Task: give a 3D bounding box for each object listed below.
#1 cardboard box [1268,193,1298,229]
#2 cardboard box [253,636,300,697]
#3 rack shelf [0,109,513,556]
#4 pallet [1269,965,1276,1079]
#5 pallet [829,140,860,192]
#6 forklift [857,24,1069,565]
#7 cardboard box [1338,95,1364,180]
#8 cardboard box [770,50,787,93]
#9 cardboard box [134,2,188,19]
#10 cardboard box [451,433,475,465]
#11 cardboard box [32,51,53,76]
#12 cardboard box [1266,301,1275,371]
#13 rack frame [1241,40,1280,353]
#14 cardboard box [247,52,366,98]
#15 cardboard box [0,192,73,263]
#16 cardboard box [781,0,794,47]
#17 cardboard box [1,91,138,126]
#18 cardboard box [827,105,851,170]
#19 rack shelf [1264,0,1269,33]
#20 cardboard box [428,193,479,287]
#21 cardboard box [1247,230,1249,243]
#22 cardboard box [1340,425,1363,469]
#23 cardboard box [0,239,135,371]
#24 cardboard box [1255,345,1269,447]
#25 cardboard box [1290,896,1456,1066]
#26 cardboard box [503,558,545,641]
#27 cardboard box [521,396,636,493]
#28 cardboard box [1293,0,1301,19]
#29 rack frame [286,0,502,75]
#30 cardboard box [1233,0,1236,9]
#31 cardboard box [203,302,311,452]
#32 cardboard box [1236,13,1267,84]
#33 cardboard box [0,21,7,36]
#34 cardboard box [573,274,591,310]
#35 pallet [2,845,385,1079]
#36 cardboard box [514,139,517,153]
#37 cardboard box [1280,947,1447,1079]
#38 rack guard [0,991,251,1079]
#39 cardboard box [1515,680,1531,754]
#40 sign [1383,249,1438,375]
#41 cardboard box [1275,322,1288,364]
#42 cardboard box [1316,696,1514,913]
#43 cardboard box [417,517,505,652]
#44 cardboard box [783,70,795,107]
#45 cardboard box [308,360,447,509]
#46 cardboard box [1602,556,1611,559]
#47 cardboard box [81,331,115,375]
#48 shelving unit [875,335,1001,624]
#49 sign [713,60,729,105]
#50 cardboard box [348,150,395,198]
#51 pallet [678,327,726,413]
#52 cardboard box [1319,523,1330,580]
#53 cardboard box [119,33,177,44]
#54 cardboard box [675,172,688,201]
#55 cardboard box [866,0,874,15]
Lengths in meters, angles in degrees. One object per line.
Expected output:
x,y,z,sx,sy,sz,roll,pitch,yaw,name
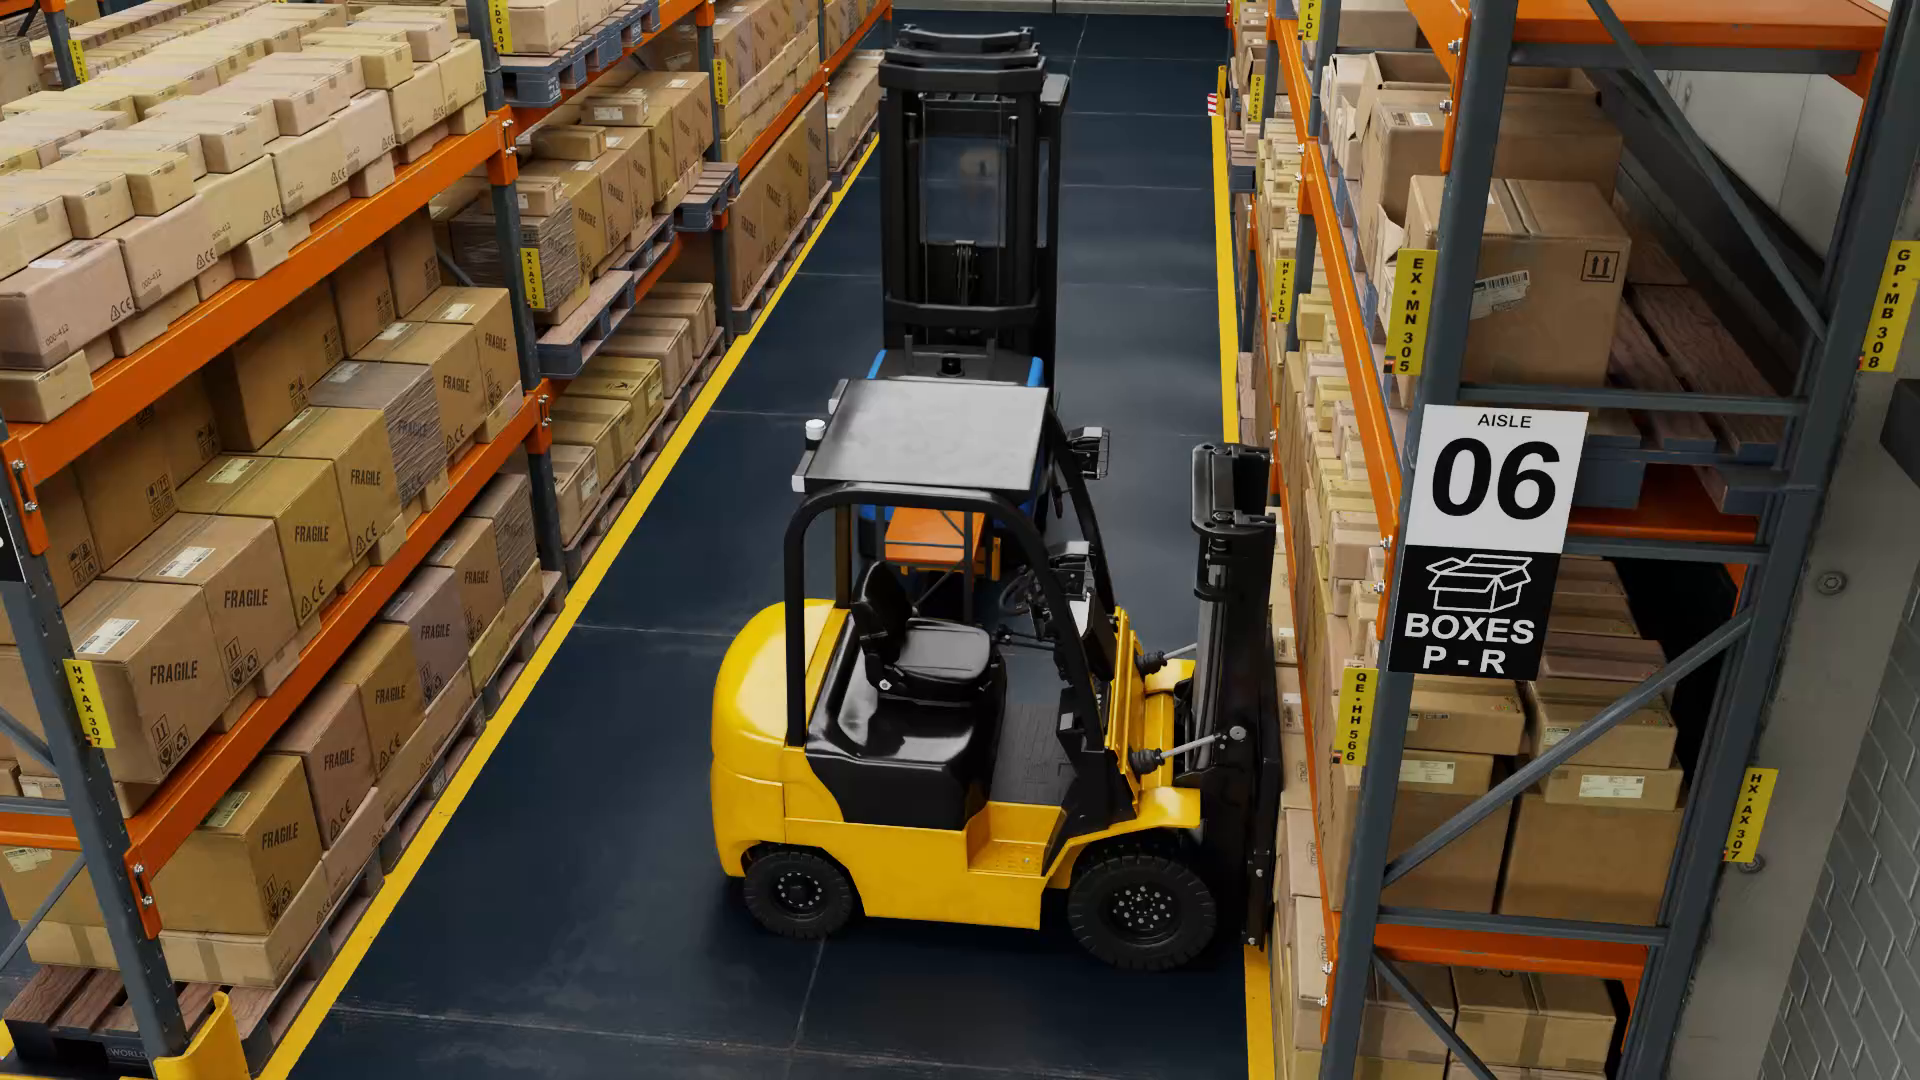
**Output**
2.048,-1.967,9.948,0.380,0.149,0.250,3,28,5,cardboard box
-2.819,0.471,6.477,0.380,0.149,0.250,4,29,7,cardboard box
-3.028,-1.080,6.688,1.077,0.370,4.000,3,28,6,rack shelf
1.706,2.017,6.283,1.003,0.211,1.213,3,28,6,pallet
-1.632,-3.909,17.283,1.003,0.211,1.213,3,28,6,pallet
0.090,-1.818,10.534,1.130,2.935,3.031,3,29,6,forklift
1.661,-1.540,6.377,0.396,0.266,0.258,3,28,5,cardboard box
-1.773,-3.994,14.131,0.500,0.250,0.500,4,29,7,cardboard box
-7.328,-4.831,15.250,0.380,0.149,0.250,3,28,6,cardboard box
-2.653,-0.502,8.284,0.380,0.149,0.250,3,29,6,cardboard box
-7.580,-3.852,13.432,0.380,0.149,0.250,3,28,6,cardboard box
2.002,-1.154,9.388,0.500,0.250,0.500,3,28,6,cardboard box
2.634,-2.614,11.939,1.000,3.000,0.127,3,28,6,rack frame
-2.717,-1.925,6.923,0.380,0.149,0.250,3,28,5,cardboard box
-3.012,-0.971,5.151,0.380,0.149,0.250,3,28,6,cardboard box
-1.746,-4.561,14.394,0.500,0.500,0.500,4,29,8,cardboard box
-3.370,-1.596,6.311,0.380,0.149,0.250,4,29,7,cardboard box
-1.619,-4.129,17.011,0.875,0.438,0.875,3,28,5,cardboard box
2.879,-4.559,13.146,1.077,0.370,4.000,3,28,6,rack shelf
-2.954,-1.608,9.211,0.500,0.500,0.500,3,28,5,cardboard box
2.446,-2.361,12.979,0.380,0.149,0.250,2,28,4,cardboard box
1.718,-0.329,6.595,0.380,0.149,0.250,3,29,6,cardboard box
-2.947,-0.741,5.145,0.500,0.250,0.500,3,28,5,cardboard box
2.389,-0.835,10.699,0.875,0.625,0.625,2,28,4,cardboard box
1.401,1.503,5.700,0.500,0.250,0.500,4,29,8,cardboard box
-2.589,0.302,8.983,0.500,0.250,0.500,5,29,9,cardboard box
-2.636,-0.631,10.587,0.950,0.372,0.625,5,29,9,cardboard box
2.085,-2.957,8.960,0.500,0.311,0.500,2,28,4,cardboard box
-2.783,-3.659,7.553,1.000,3.000,0.127,3,28,6,rack frame
3.171,-5.770,17.643,0.500,0.250,0.500,3,28,5,cardboard box
-3.198,-0.714,6.939,0.700,0.500,0.500,3,28,6,cardboard box
2.779,-4.267,14.459,0.700,0.500,0.500,4,29,7,cardboard box
-11.367,-5.338,18.794,0.875,0.875,0.875,3,28,6,cardboard box
-2.362,-1.451,9.602,0.380,0.149,0.250,4,29,7,cardboard box
-3.129,1.677,6.915,1.003,0.211,1.213,3,28,6,pallet
-2.869,-2.349,9.902,0.380,0.149,0.250,2,28,4,cardboard box
1.403,1.710,5.842,0.500,0.250,0.500,3,28,6,cardboard box
-3.264,1.930,6.140,1.175,0.500,0.348,3,28,6,rack guard
1.920,0.558,5.262,0.380,0.149,0.250,3,28,6,cardboard box
1.117,-0.562,4.117,0.100,0.325,0.005,3,28,6,sign
1.950,-1.131,8.818,0.500,0.250,0.500,3,28,5,cardboard box
1.453,0.861,5.384,0.500,0.500,0.500,3,28,5,cardboard box
-2.650,0.212,8.360,0.500,0.500,0.500,4,29,7,cardboard box
-1.752,-4.015,14.699,0.500,0.250,0.500,3,28,5,cardboard box
-2.706,-0.482,7.562,0.500,0.500,0.500,4,29,8,cardboard box
2.173,-0.059,6.095,0.380,0.149,0.250,3,28,5,cardboard box
-2.967,-0.611,5.323,0.380,0.149,0.250,2,28,5,cardboard box
-0.119,-0.217,9.071,0.587,1.500,1.083,3,29,6,shelving unit
-1.753,-3.348,12.165,0.100,0.325,0.005,3,28,6,sign
-2.659,-1.578,7.118,0.380,0.149,0.250,4,29,8,cardboard box
-2.390,-1.305,12.450,1.003,0.211,1.213,3,28,6,pallet
1.551,0.038,6.228,0.380,0.149,0.250,4,29,7,cardboard box
-6.840,-4.177,14.035,0.380,0.149,0.250,5,29,9,cardboard box
-2.086,-2.437,11.433,0.380,0.149,0.250,2,28,4,cardboard box
-1.239,-5.990,18.100,0.500,0.500,0.500,4,29,8,cardboard box
